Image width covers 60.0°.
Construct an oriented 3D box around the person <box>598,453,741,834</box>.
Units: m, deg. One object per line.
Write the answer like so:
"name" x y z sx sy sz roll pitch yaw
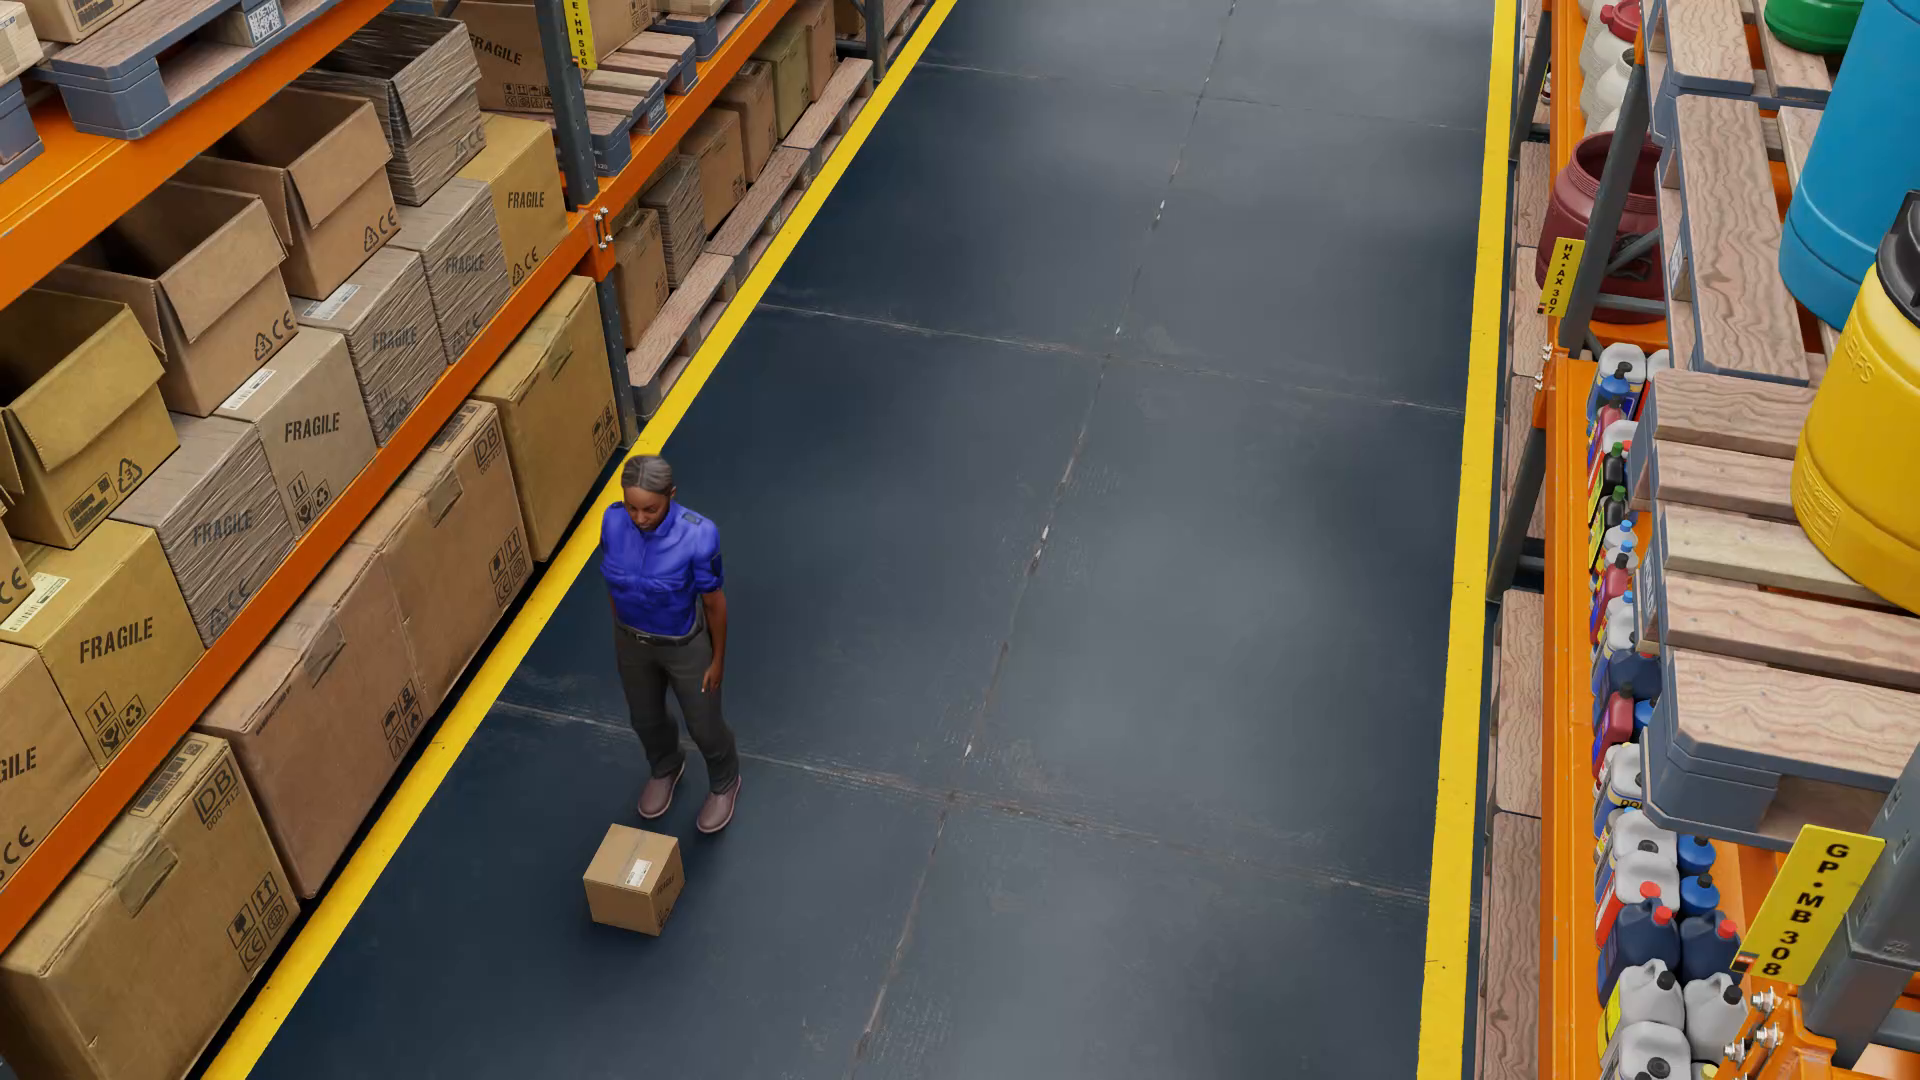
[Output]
"person" -0.997 0.376 5.761 0.438 1.626 0.300 11 42 12
